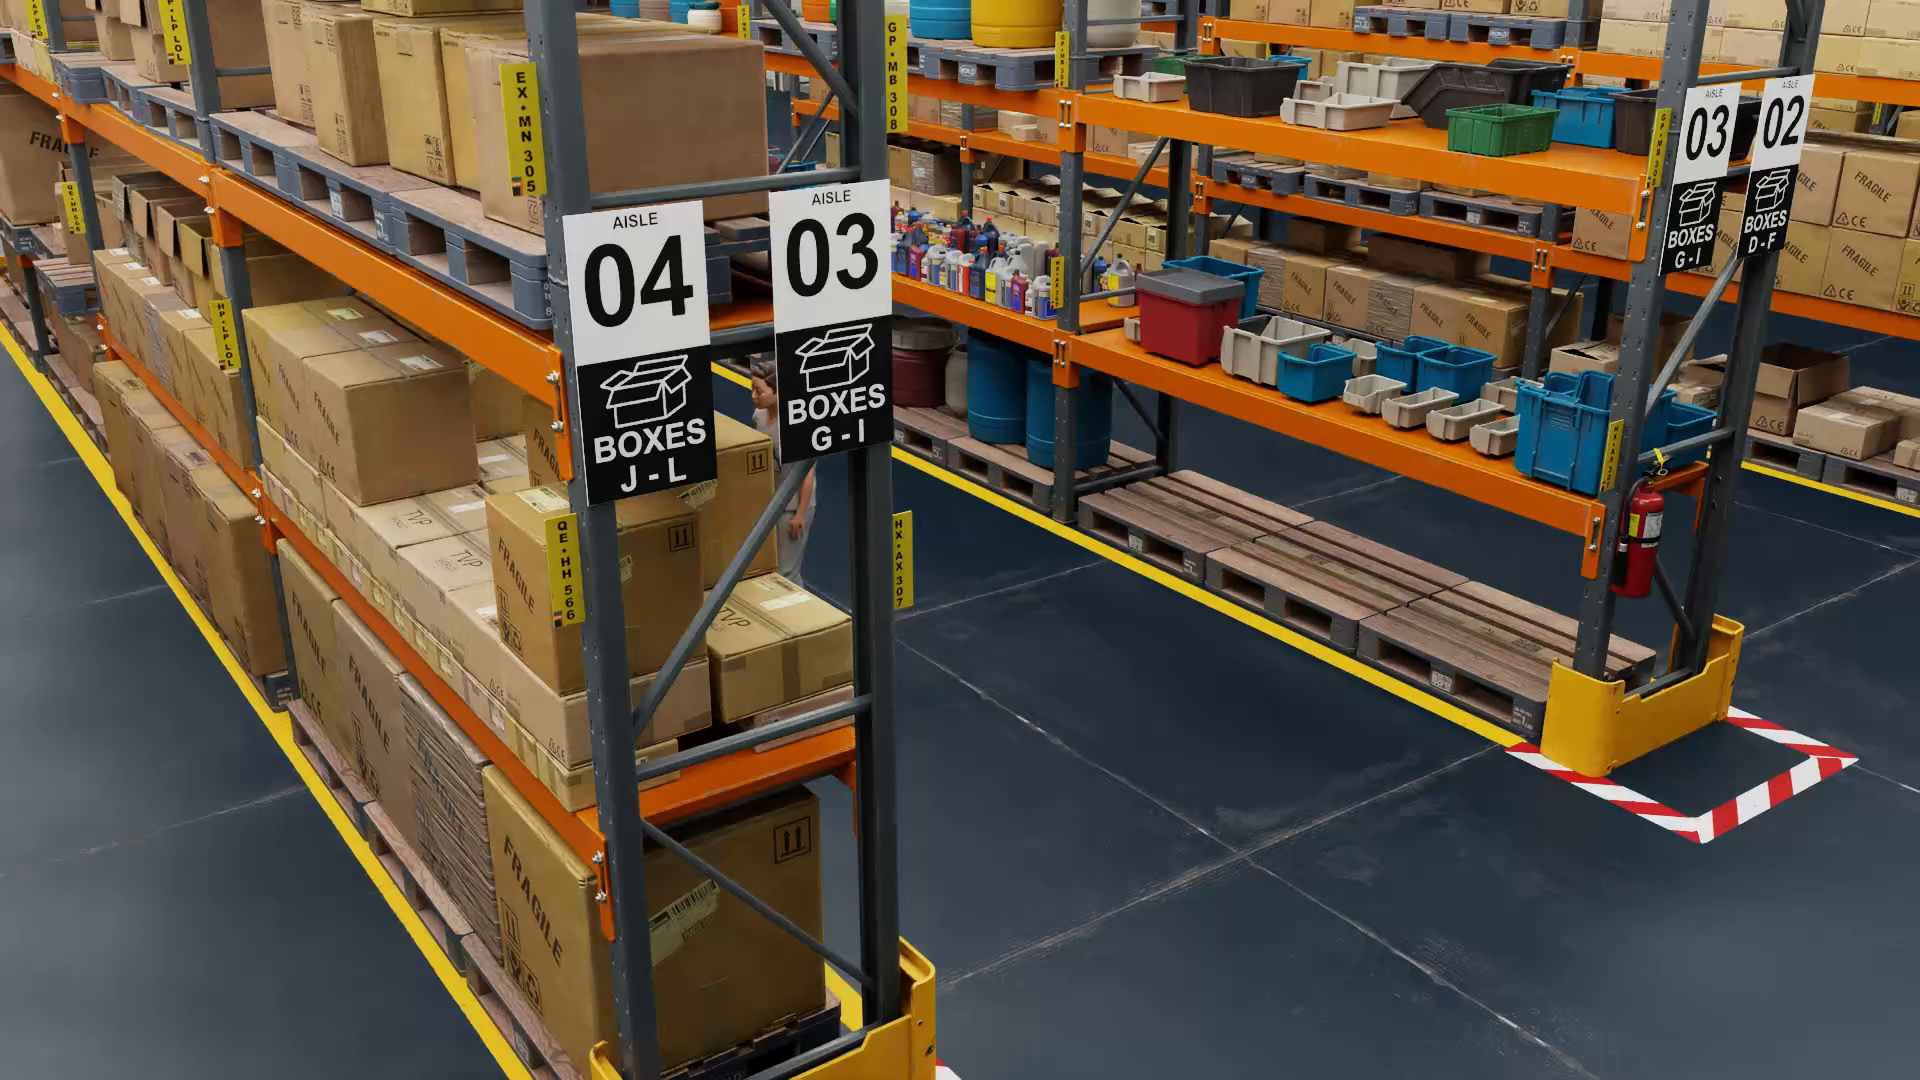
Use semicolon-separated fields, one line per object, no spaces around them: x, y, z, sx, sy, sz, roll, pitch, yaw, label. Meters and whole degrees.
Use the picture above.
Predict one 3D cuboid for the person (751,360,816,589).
-0.993;-0.174;9.029;0.407;1.673;0.509;-16;26;-35;person
